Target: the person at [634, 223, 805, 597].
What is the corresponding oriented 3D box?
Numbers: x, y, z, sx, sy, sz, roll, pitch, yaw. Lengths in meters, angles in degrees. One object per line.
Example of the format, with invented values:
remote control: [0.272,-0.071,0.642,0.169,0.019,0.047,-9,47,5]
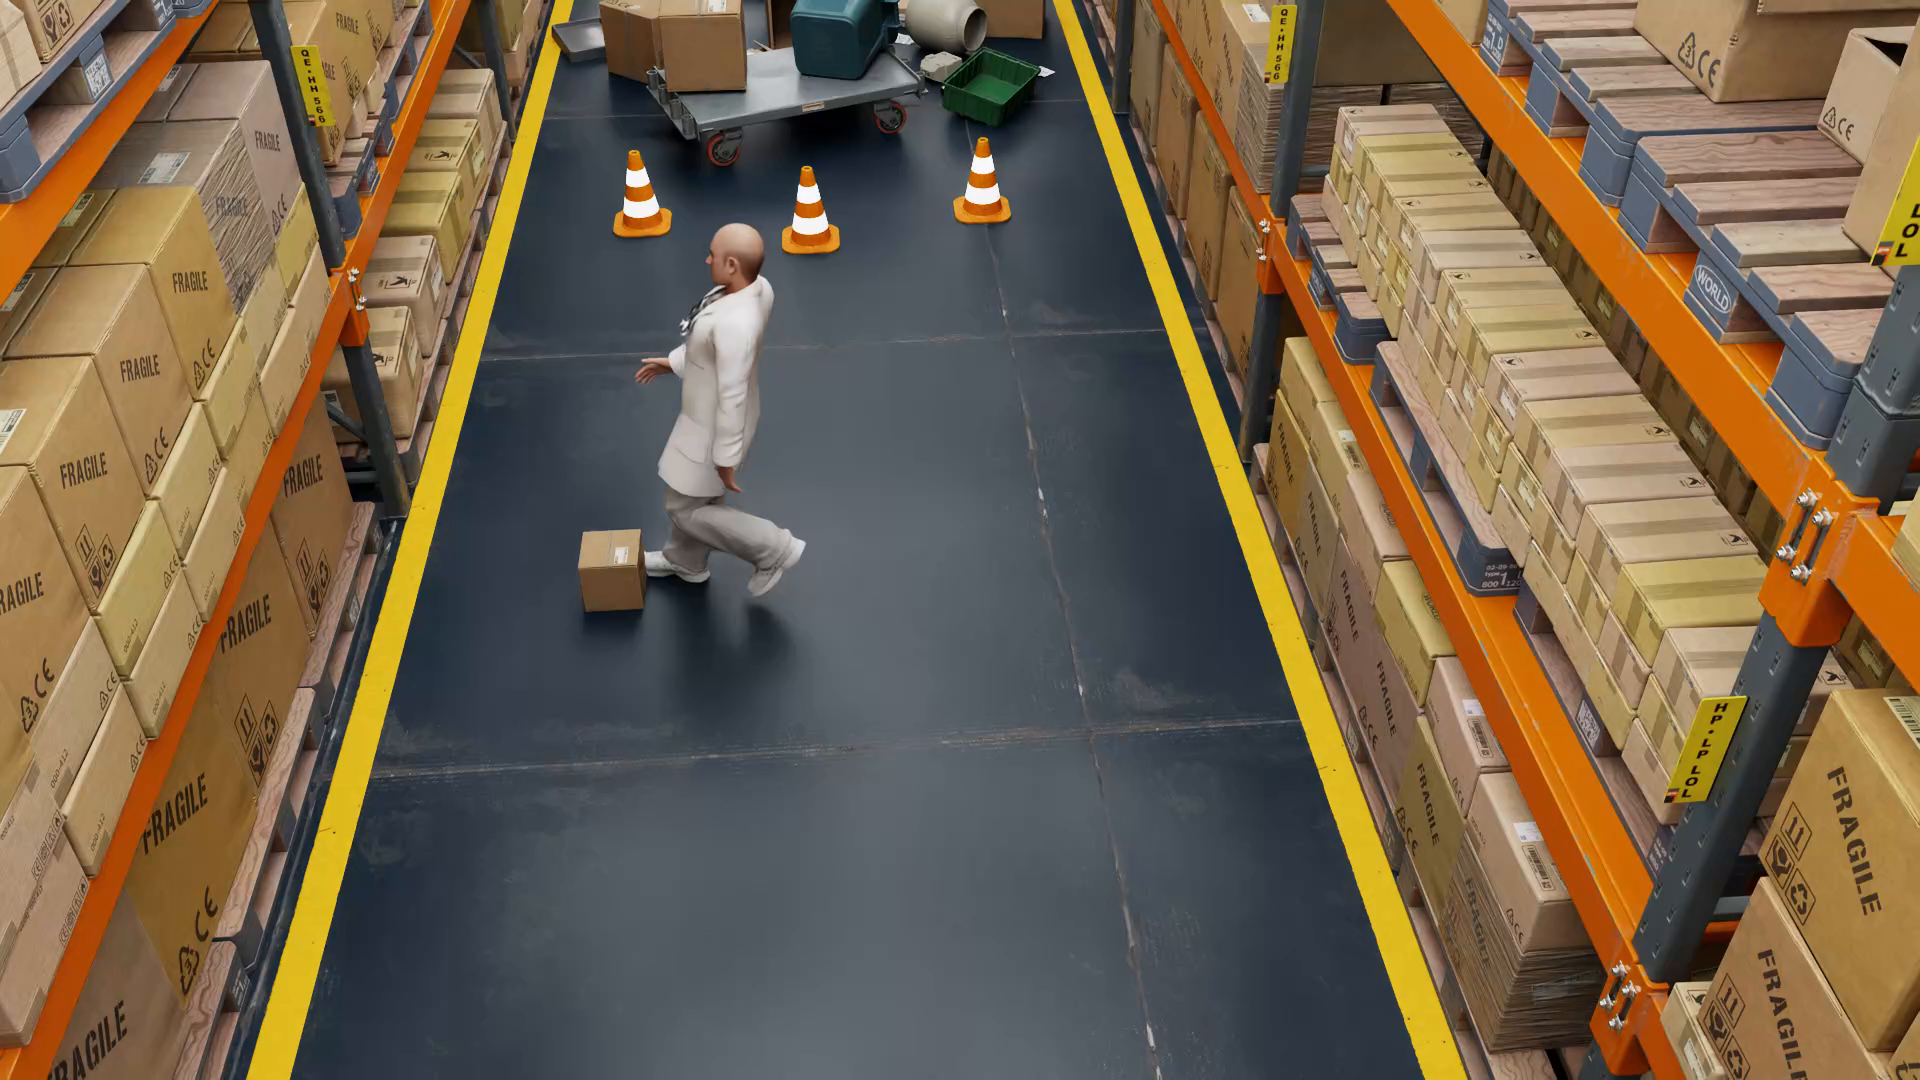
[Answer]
person: [-1.065,-0.483,6.784,0.838,1.729,0.667,4,39,5]
